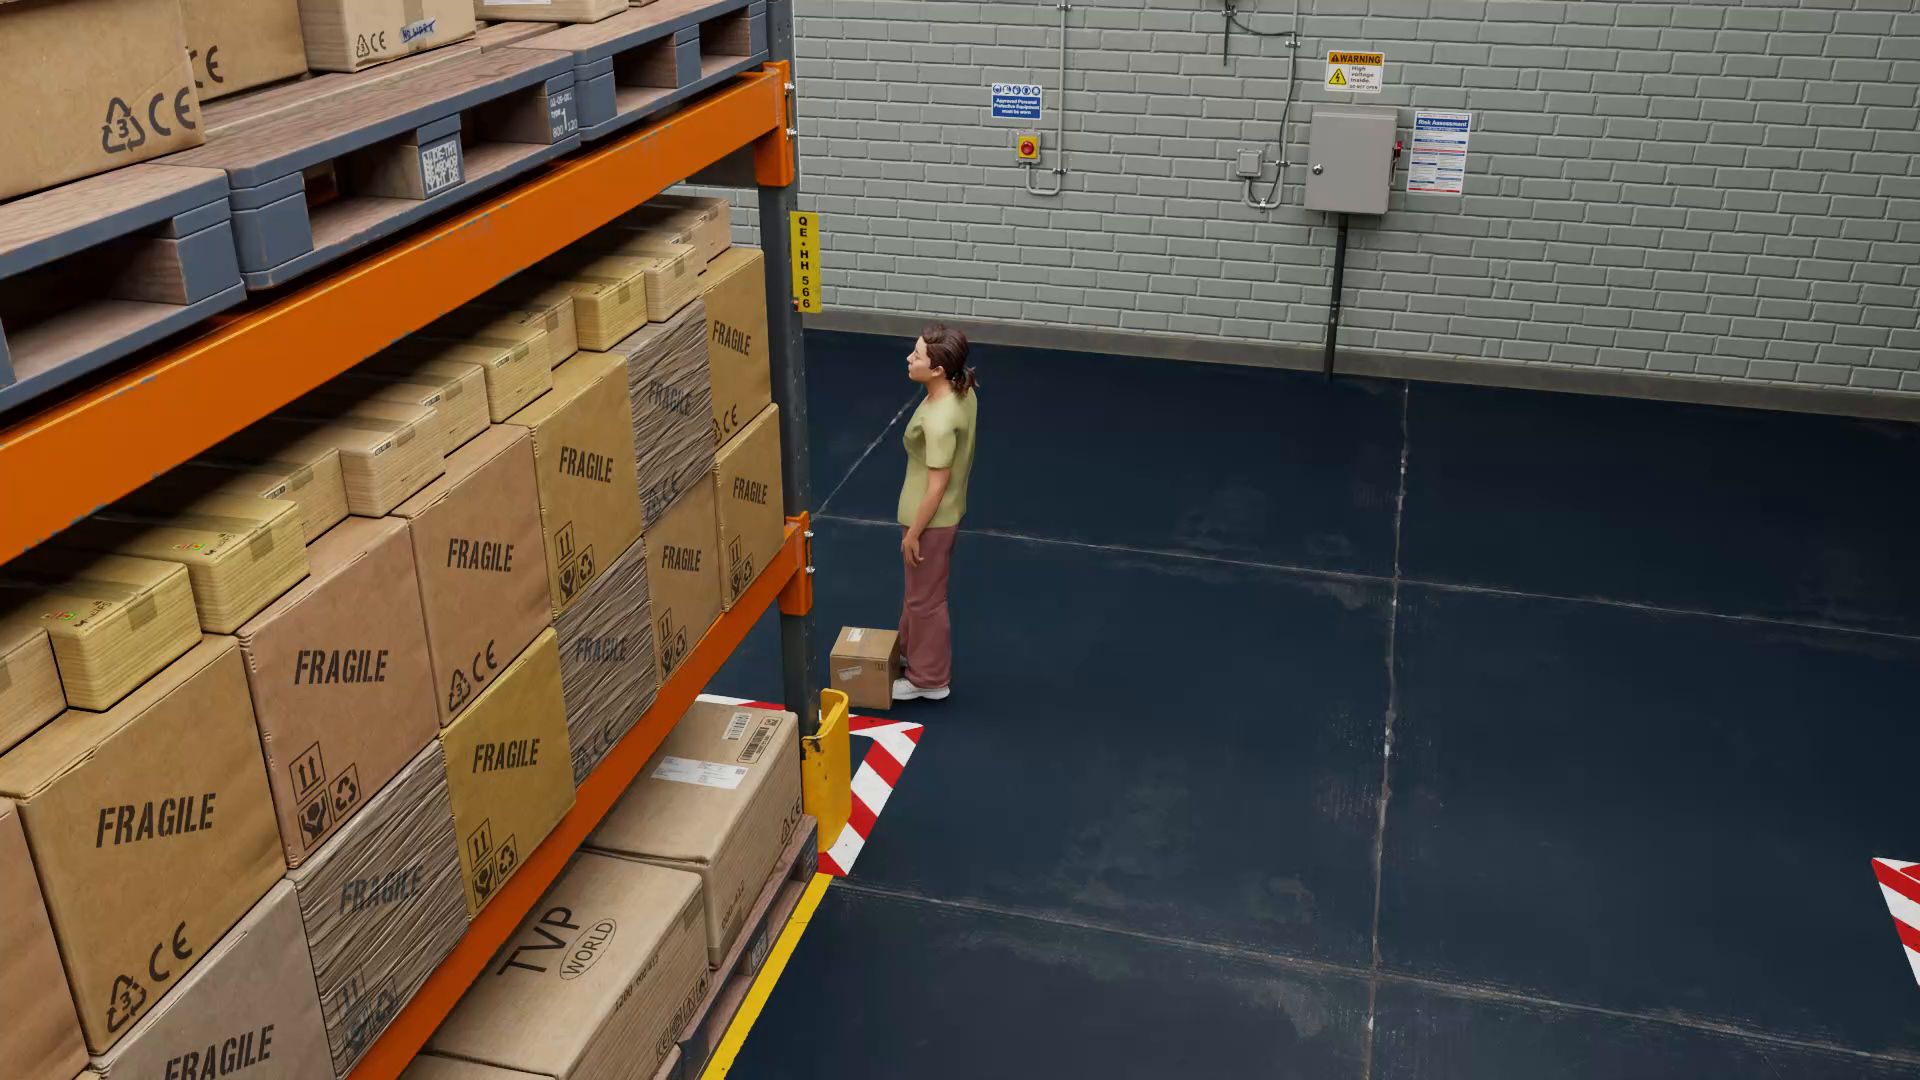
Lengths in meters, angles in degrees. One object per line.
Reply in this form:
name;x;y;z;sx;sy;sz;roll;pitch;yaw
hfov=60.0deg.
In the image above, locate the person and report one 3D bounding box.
person;-0.184;-0.100;6.799;0.548;1.673;0.554;5;26;11
